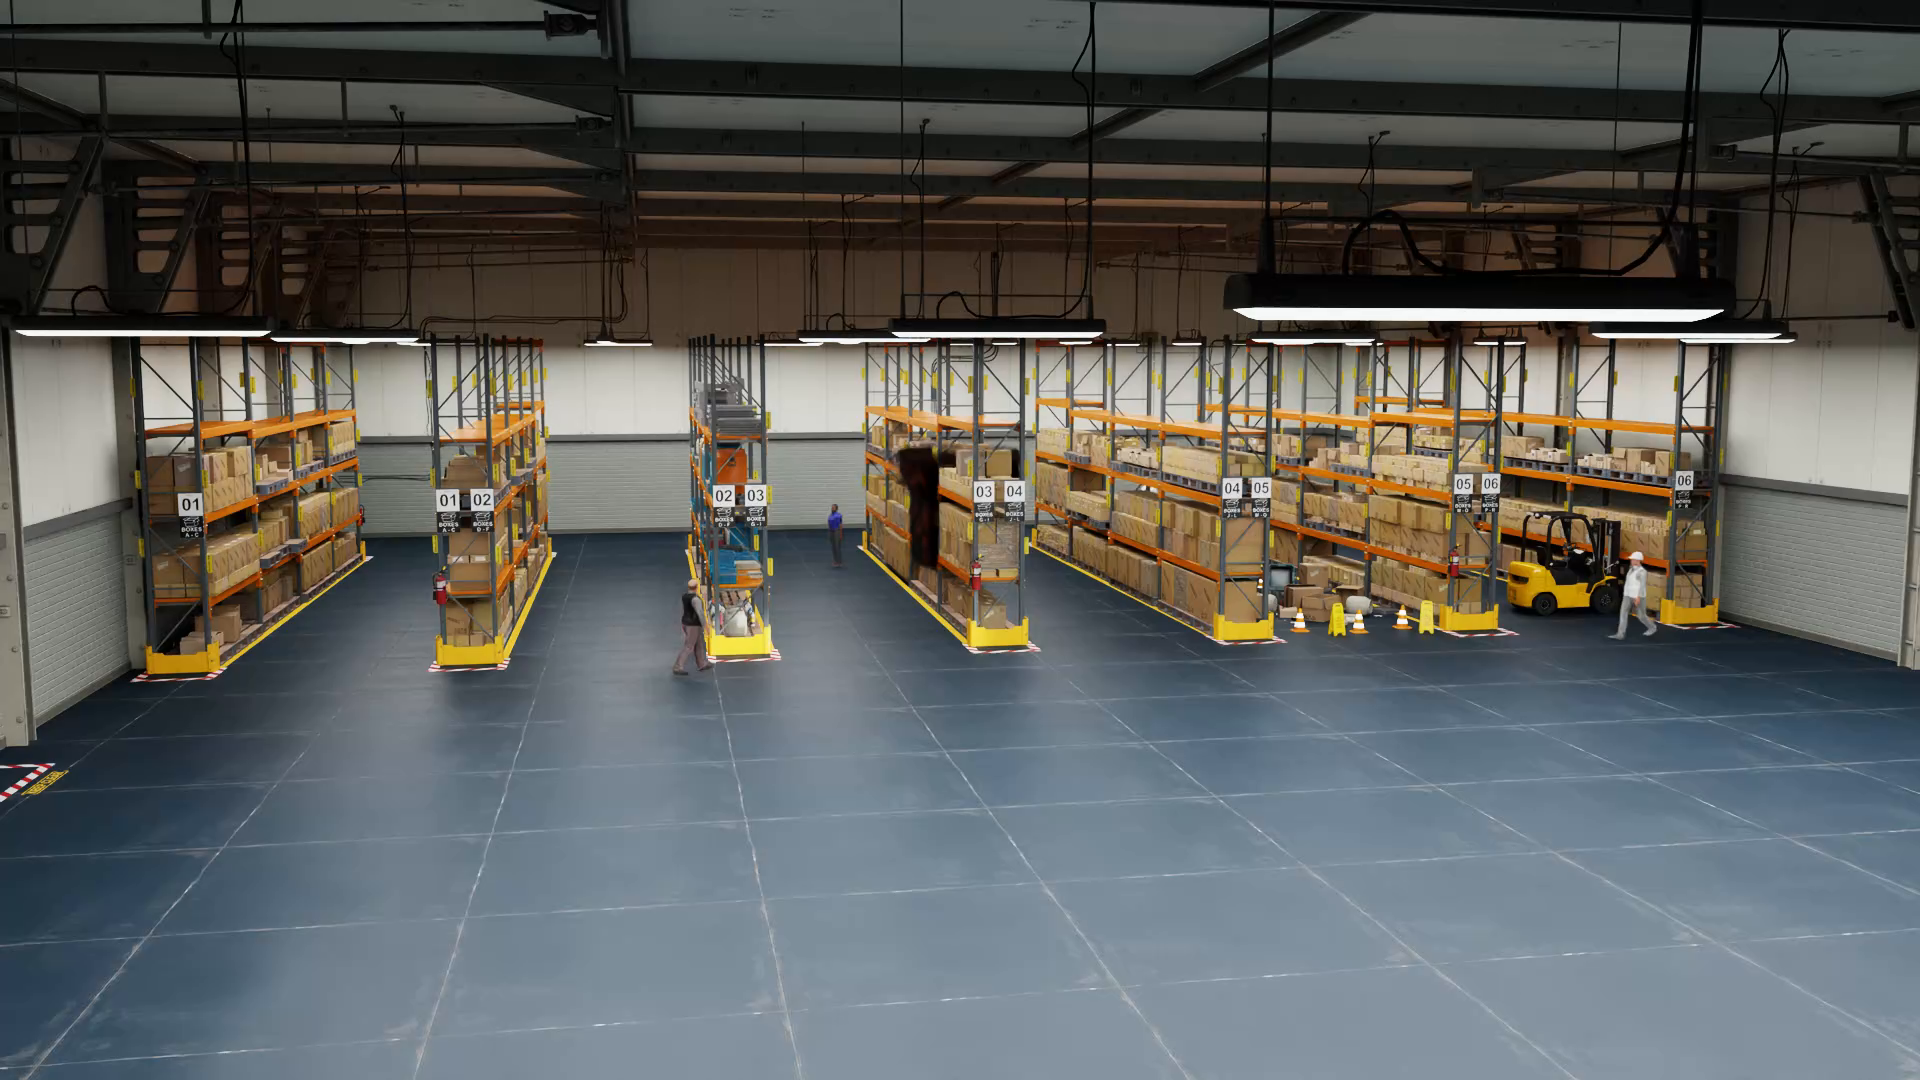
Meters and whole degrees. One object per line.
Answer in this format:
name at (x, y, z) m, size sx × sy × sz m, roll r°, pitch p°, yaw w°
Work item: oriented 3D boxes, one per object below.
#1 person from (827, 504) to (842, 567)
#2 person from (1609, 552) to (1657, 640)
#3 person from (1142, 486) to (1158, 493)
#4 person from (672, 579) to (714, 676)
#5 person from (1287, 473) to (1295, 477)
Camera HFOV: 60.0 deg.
person at (-3.304, -0.133, 43.925) m, size 0.357 × 1.666 × 0.527 m, roll -6°, pitch 9°, yaw -42°
person at (13.356, 1.104, 32.834) m, size 0.980 × 1.750 × 0.516 m, roll -3°, pitch 7°, yaw -28°
person at (6.040, -1.142, 52.382) m, size 0.702 × 1.721 × 1.015 m, roll -4°, pitch 8°, yaw -34°
person at (-4.699, 1.530, 29.342) m, size 0.900 × 1.697 × 0.613 m, roll -3°, pitch 7°, yaw -28°
person at (10.747, -1.317, 53.747) m, size 0.550 × 1.749 × 0.531 m, roll -3°, pitch 7°, yaw -28°
